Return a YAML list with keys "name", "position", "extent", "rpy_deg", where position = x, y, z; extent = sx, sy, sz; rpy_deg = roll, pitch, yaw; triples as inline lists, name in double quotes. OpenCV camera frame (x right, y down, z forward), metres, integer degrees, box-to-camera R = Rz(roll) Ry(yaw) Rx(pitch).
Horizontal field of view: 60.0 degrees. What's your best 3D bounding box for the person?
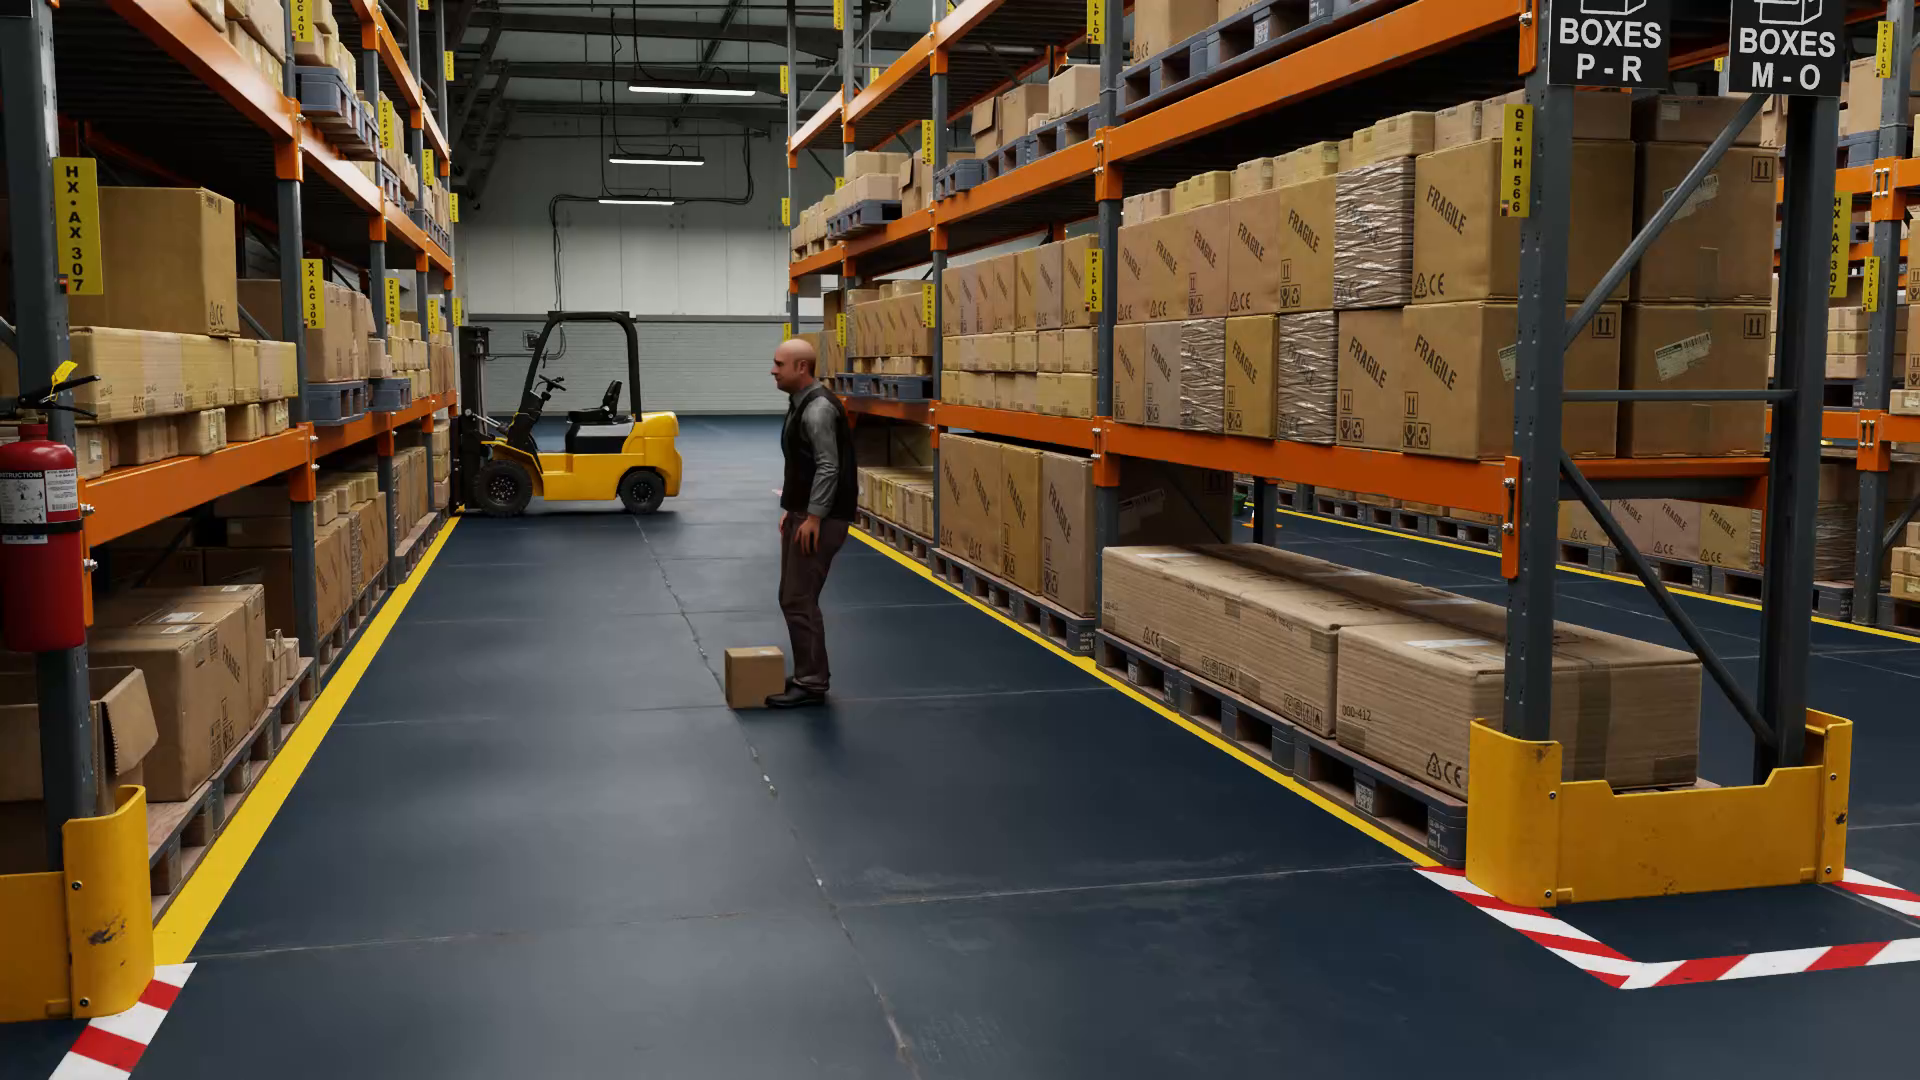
- name: "person"
  position: [-0.724, -0.087, 7.877]
  extent: [0.474, 1.720, 0.572]
  rpy_deg: [-2, 6, -16]
